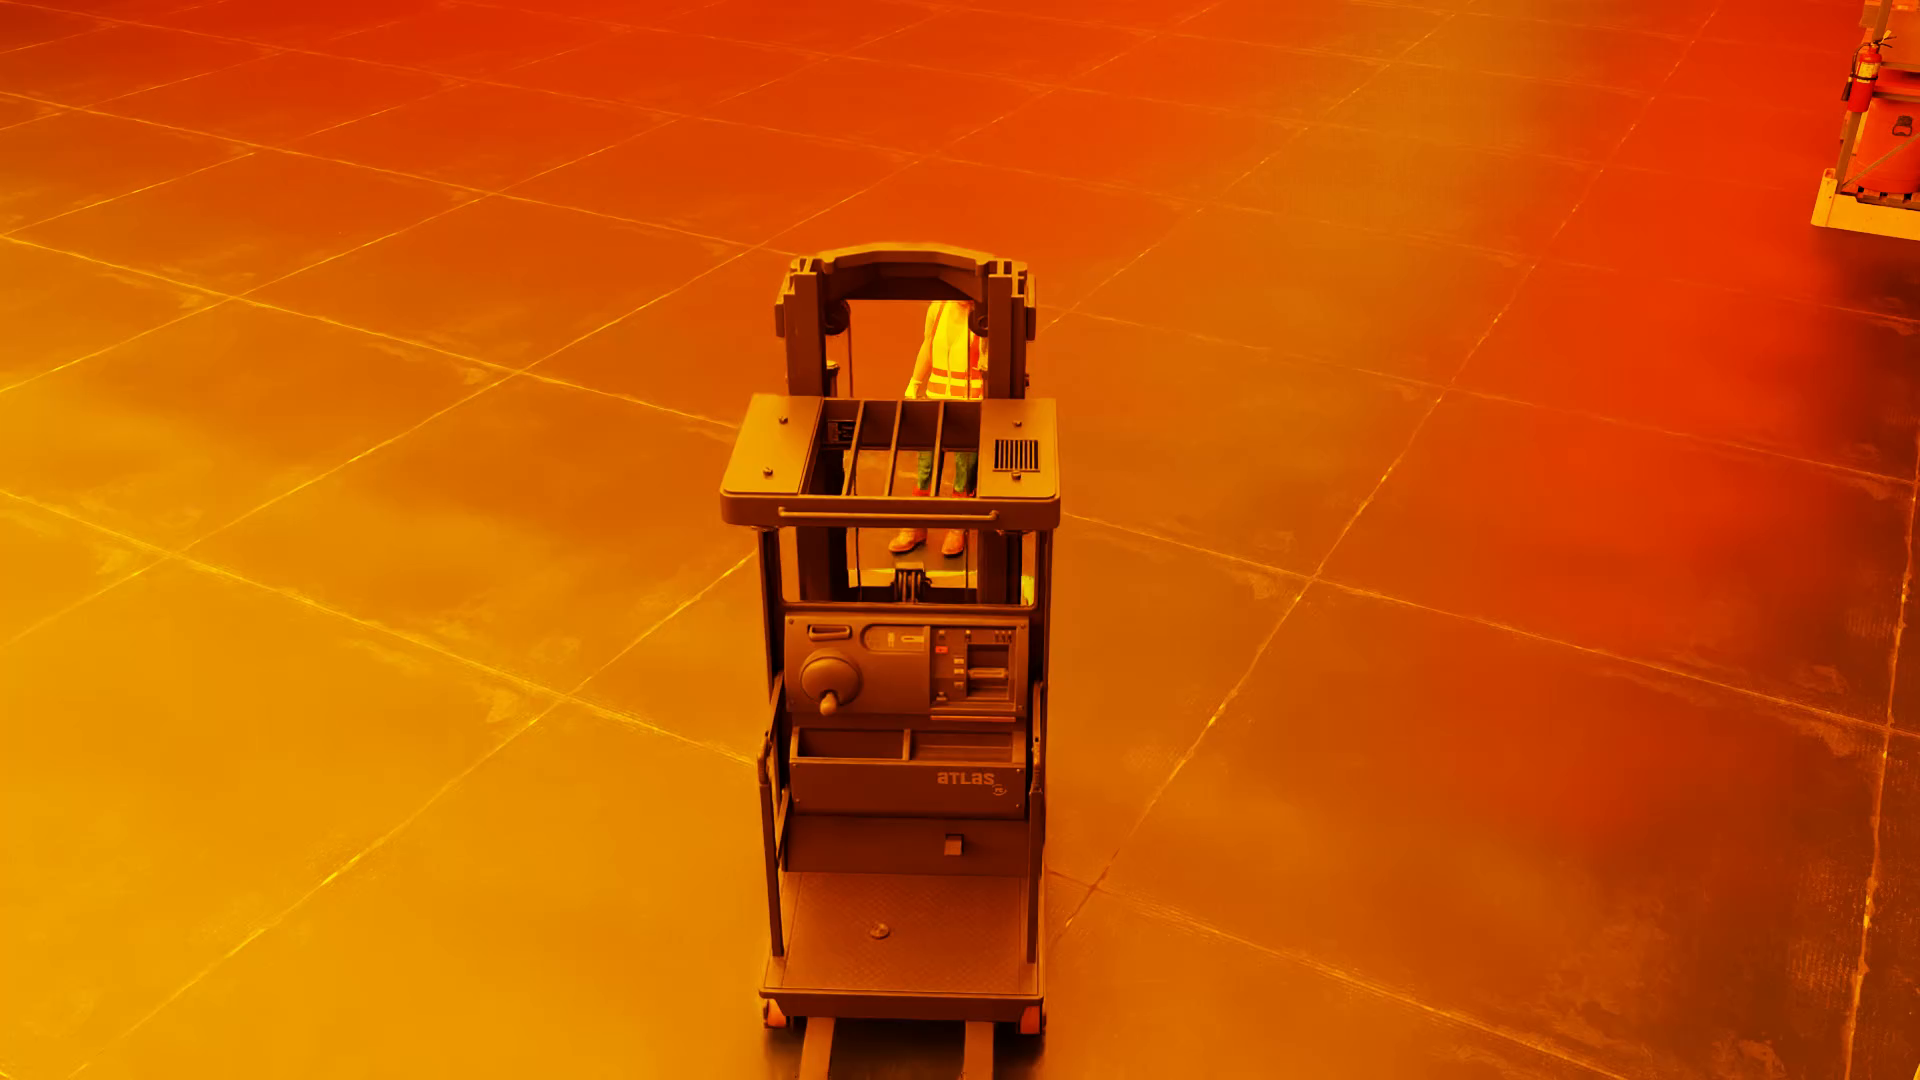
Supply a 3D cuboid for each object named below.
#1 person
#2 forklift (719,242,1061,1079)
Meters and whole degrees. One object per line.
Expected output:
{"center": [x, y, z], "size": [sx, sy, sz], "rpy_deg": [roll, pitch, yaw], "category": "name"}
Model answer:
{"center": [-0.049, -0.749, 9.496], "size": [0.638, 1.787, 0.564], "rpy_deg": [15, 33, 25], "category": "person"}
{"center": [-0.209, 0.528, 6.156], "size": [1.130, 2.935, 3.031], "rpy_deg": [1, 30, 2], "category": "forklift"}
